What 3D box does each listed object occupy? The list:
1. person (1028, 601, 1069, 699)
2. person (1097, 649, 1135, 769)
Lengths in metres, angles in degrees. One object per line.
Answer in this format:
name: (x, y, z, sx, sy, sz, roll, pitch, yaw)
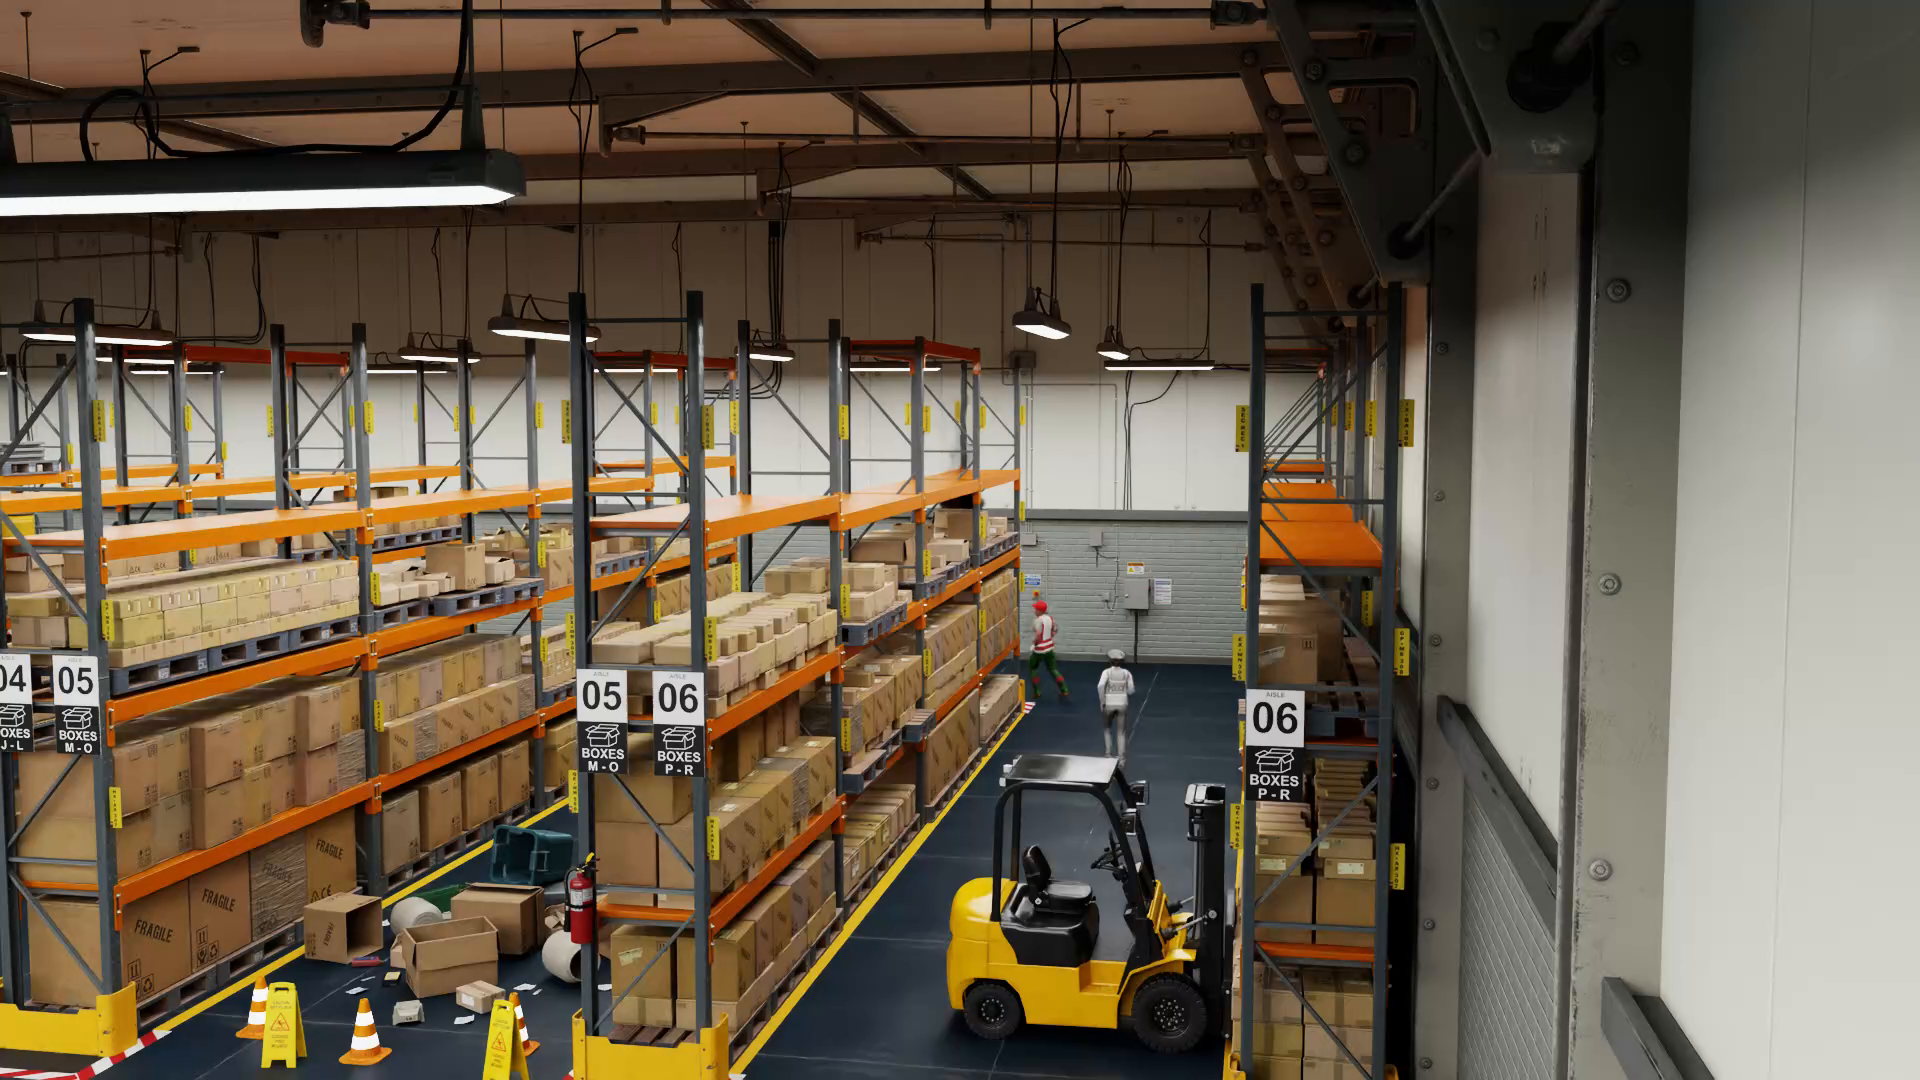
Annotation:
person: (1.437, 1.950, 29.034, 0.721, 1.805, 0.804, -4, 6, -41)
person: (2.217, 2.430, 23.650, 0.553, 1.729, 0.801, 0, 5, 2)
